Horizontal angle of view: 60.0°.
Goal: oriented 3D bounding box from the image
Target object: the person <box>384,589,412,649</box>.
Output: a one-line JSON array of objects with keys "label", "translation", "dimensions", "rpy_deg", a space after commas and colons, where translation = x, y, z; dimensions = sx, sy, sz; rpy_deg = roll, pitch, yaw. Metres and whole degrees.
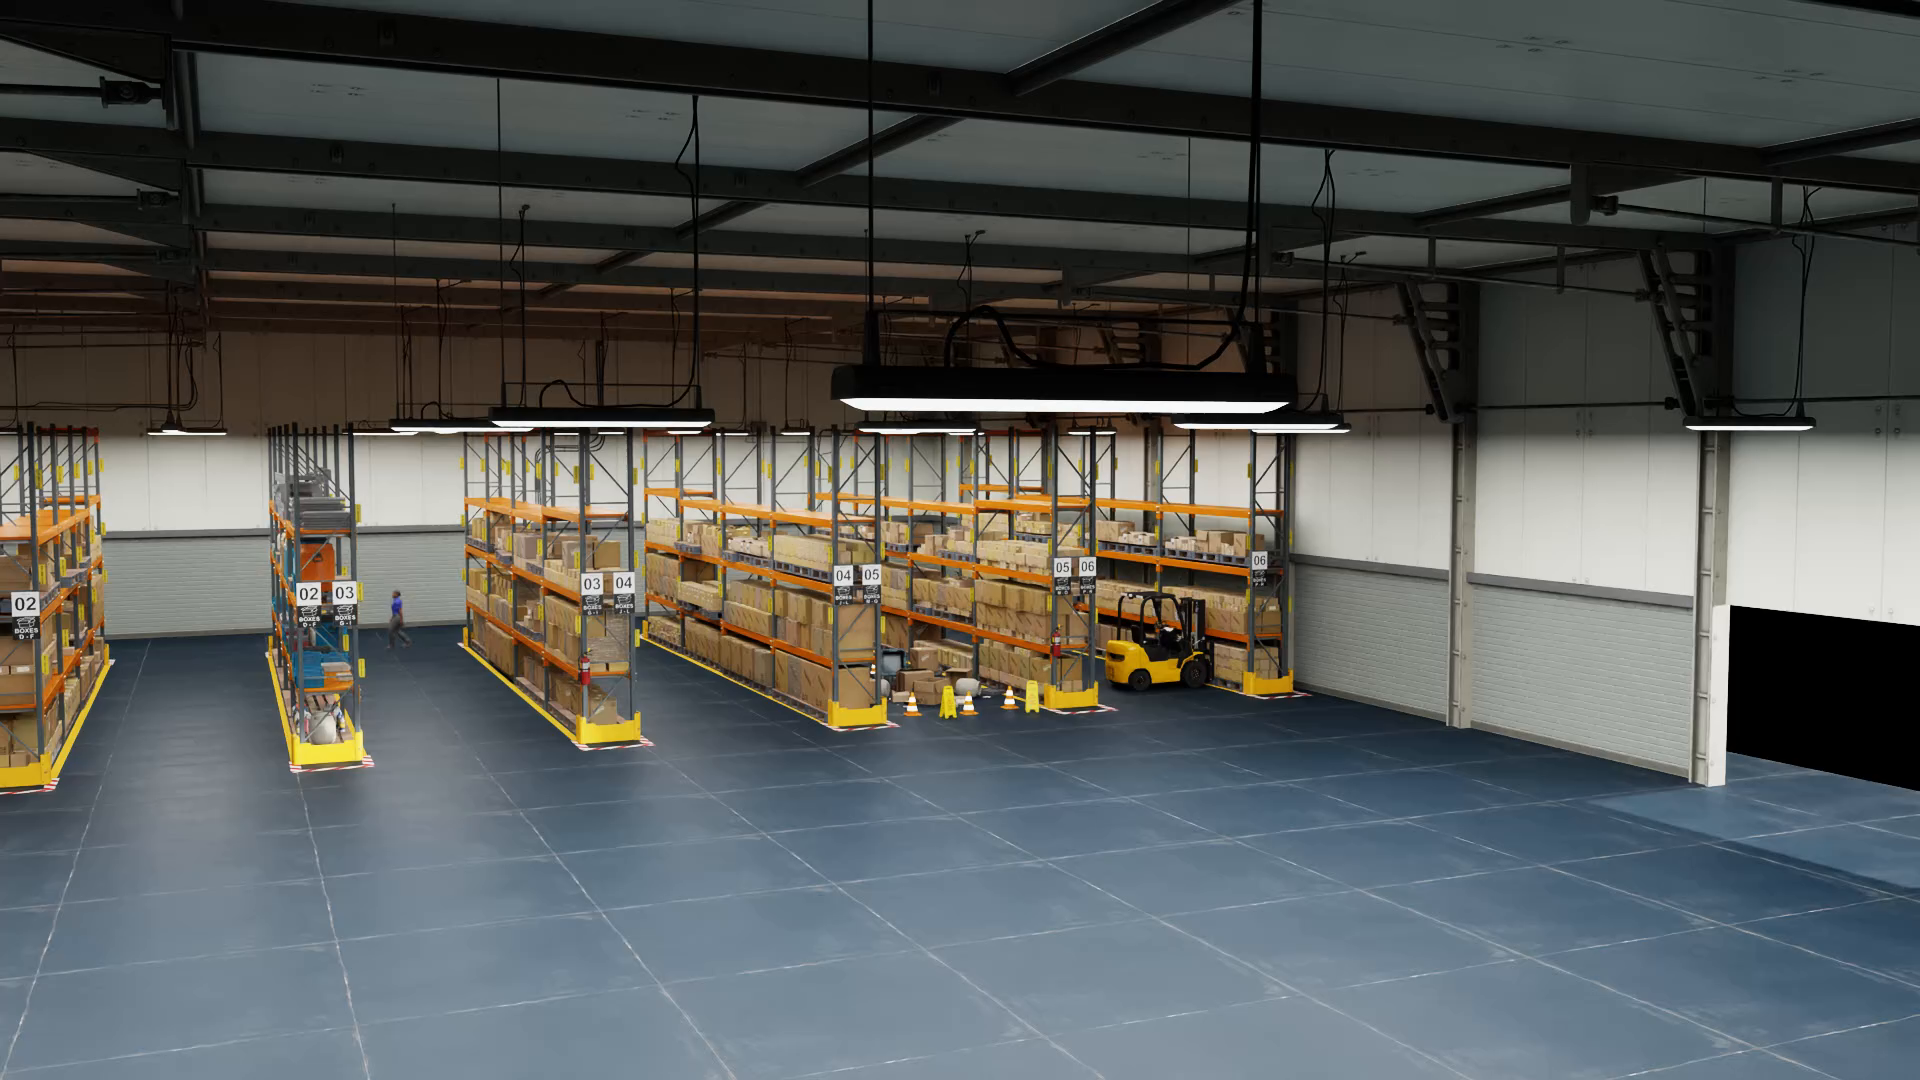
[{"label": "person", "translation": [-15.309, 2.206, 45.279], "dimensions": [0.736, 1.531, 0.528], "rpy_deg": [-1, 4, -22]}]

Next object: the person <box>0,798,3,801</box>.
[{"label": "person", "translation": [-15.515, 3.280, 25.917], "dimensions": [0.560, 1.679, 0.918], "rpy_deg": [3, 5, 43]}]
